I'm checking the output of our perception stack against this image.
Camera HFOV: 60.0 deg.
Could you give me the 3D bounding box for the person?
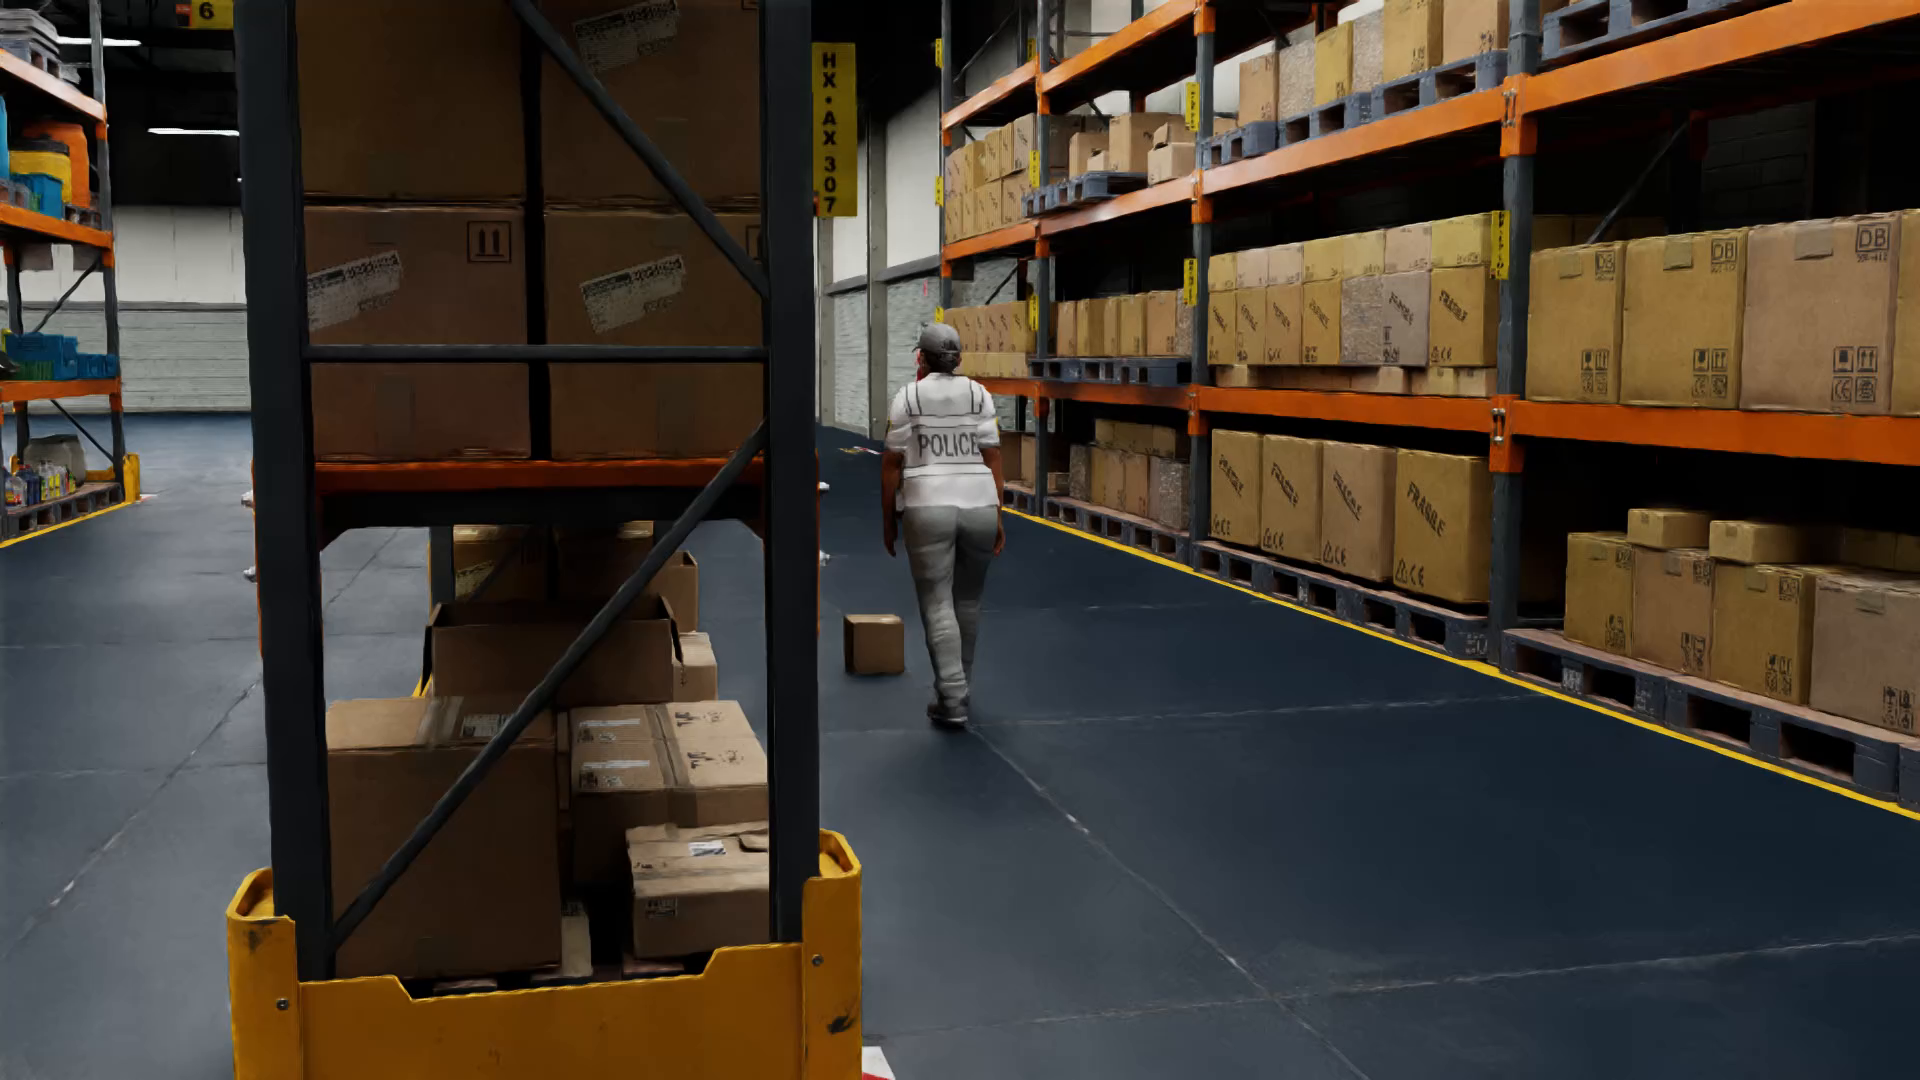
[{"bbox_3d":[-0.101,-0.100,7.022,0.495,1.625,0.796,-2,7,-18],"label":"person"}]
